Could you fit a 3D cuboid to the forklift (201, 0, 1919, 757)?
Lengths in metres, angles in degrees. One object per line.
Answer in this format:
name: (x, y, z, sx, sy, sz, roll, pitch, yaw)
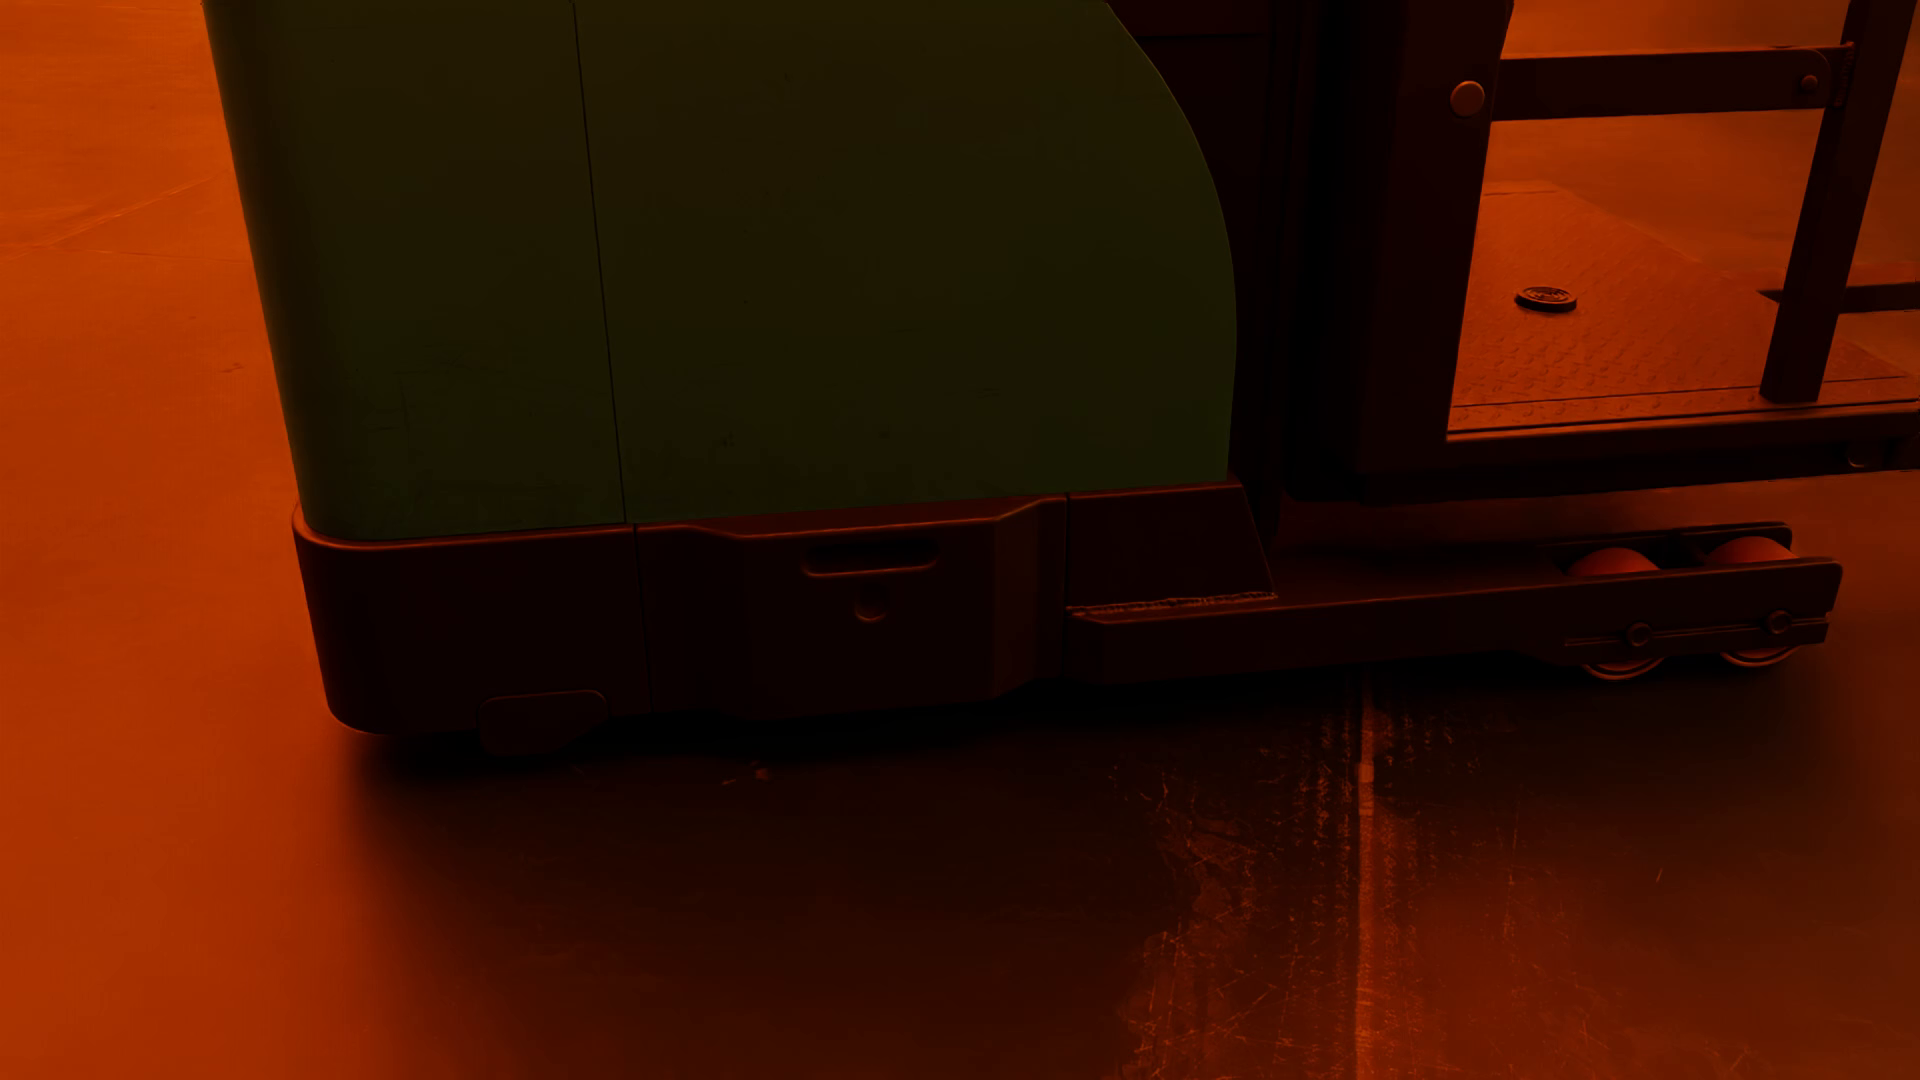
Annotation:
forklift: (0.674, -1.360, 1.941, 3.031, 2.935, 1.130, -4, 27, -9)
